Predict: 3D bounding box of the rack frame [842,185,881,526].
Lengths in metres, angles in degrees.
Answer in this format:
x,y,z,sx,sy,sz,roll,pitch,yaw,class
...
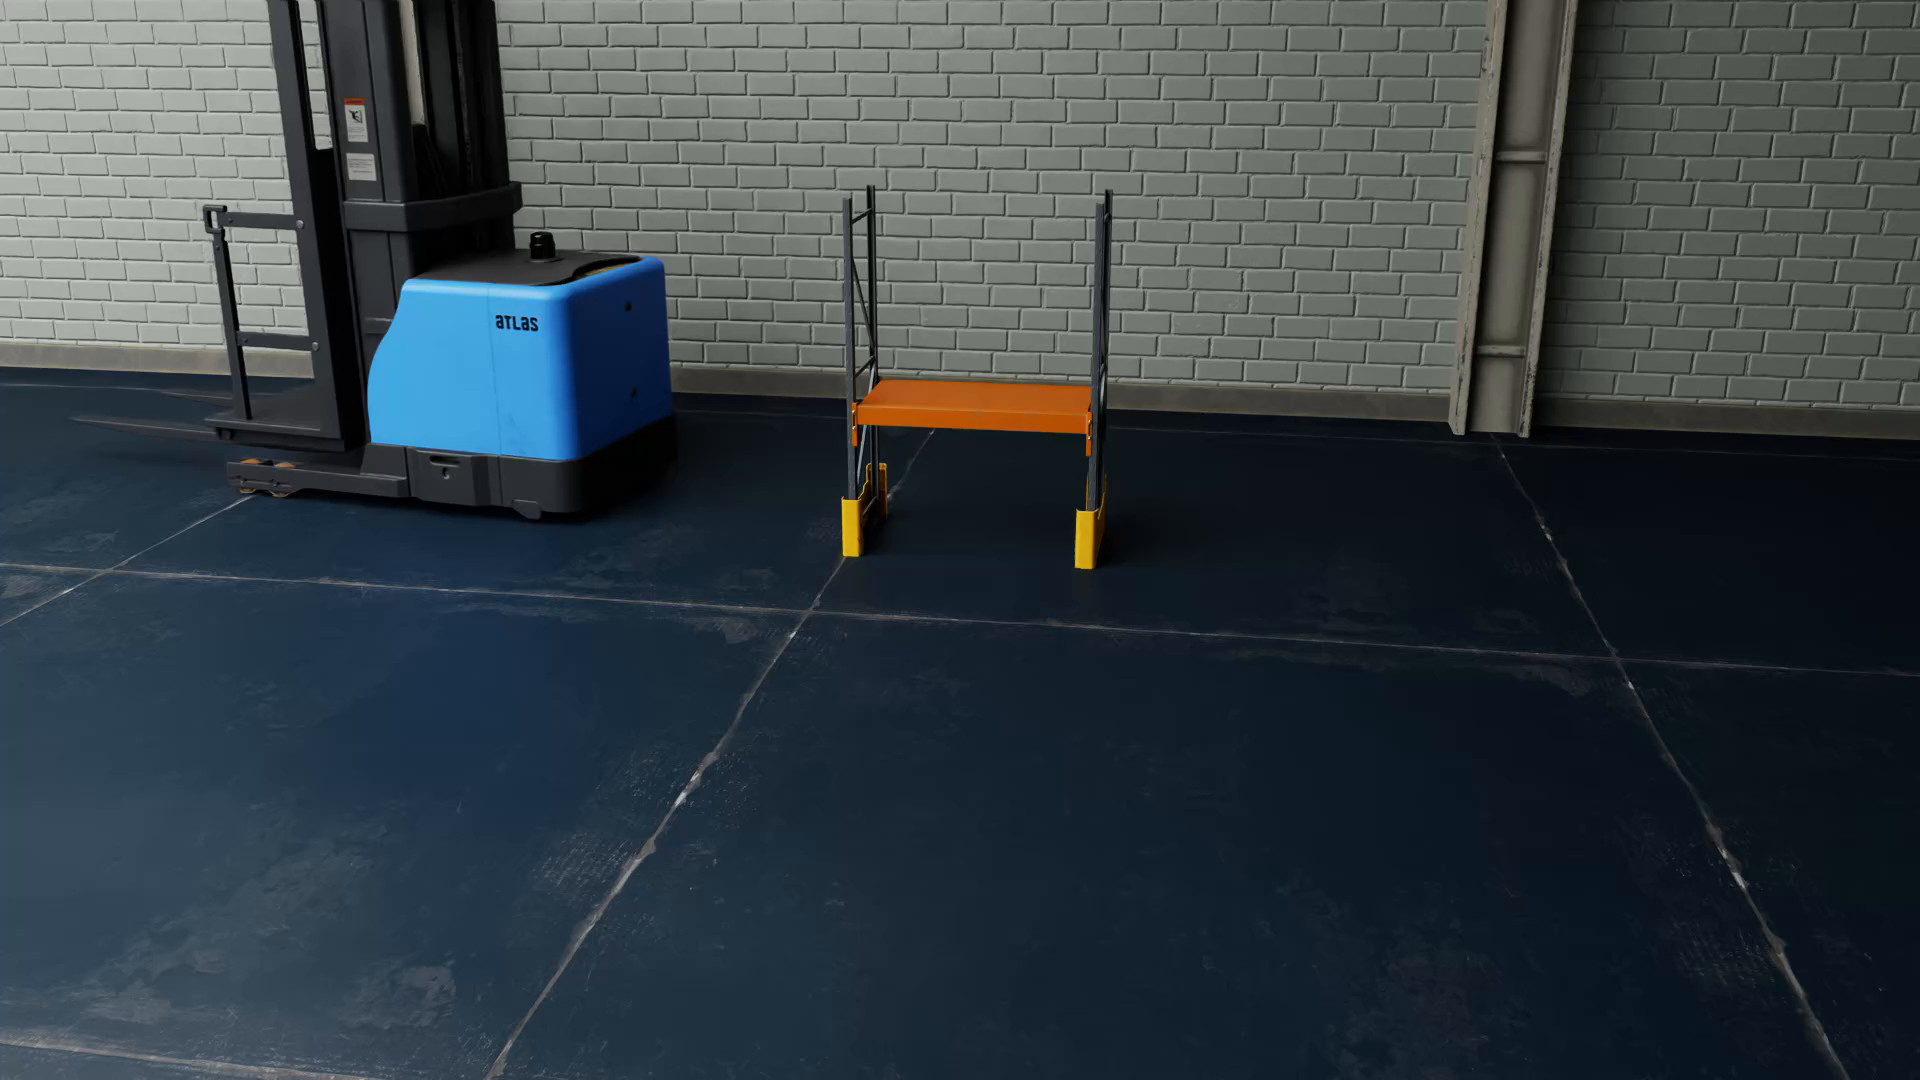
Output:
x,y,z,sx,sy,sz,roll,pitch,yaw,class
-0.418,-0.733,7.129,0.032,1.500,0.500,3,19,9,rack frame

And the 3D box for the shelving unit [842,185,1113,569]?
x,y,z,sx,sy,sz,roll,pitch,yaw,class
0.075,-0.707,7.054,1.083,1.500,0.587,3,19,9,shelving unit

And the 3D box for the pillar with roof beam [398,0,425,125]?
x,y,z,sx,sy,sz,roll,pitch,yaw,class
-3.708,-3.831,4.570,0.400,9.000,9.100,3,19,9,pillar with roof beam

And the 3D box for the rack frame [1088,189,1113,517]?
x,y,z,sx,sy,sz,roll,pitch,yaw,class
0.586,-0.681,6.976,0.032,1.500,0.500,3,19,9,rack frame

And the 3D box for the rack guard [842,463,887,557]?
x,y,z,sx,sy,sz,roll,pitch,yaw,class
-0.416,-0.140,7.327,0.087,0.250,0.587,3,19,9,rack guard

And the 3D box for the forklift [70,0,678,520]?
x,y,z,sx,sy,sz,roll,pitch,yaw,class
-2.980,-1.742,7.891,3.031,2.935,1.130,6,19,17,forklift

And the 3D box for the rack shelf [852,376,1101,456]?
x,y,z,sx,sy,sz,roll,pitch,yaw,class
0.084,-0.536,7.109,1.000,0.185,0.538,3,19,9,rack shelf

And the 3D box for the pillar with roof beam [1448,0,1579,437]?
x,y,z,sx,sy,sz,roll,pitch,yaw,class
2.216,-3.529,3.668,0.400,9.000,9.100,3,19,9,pillar with roof beam

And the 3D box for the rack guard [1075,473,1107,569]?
x,y,z,sx,sy,sz,roll,pitch,yaw,class
0.567,-0.090,7.177,0.087,0.250,0.587,3,19,9,rack guard
